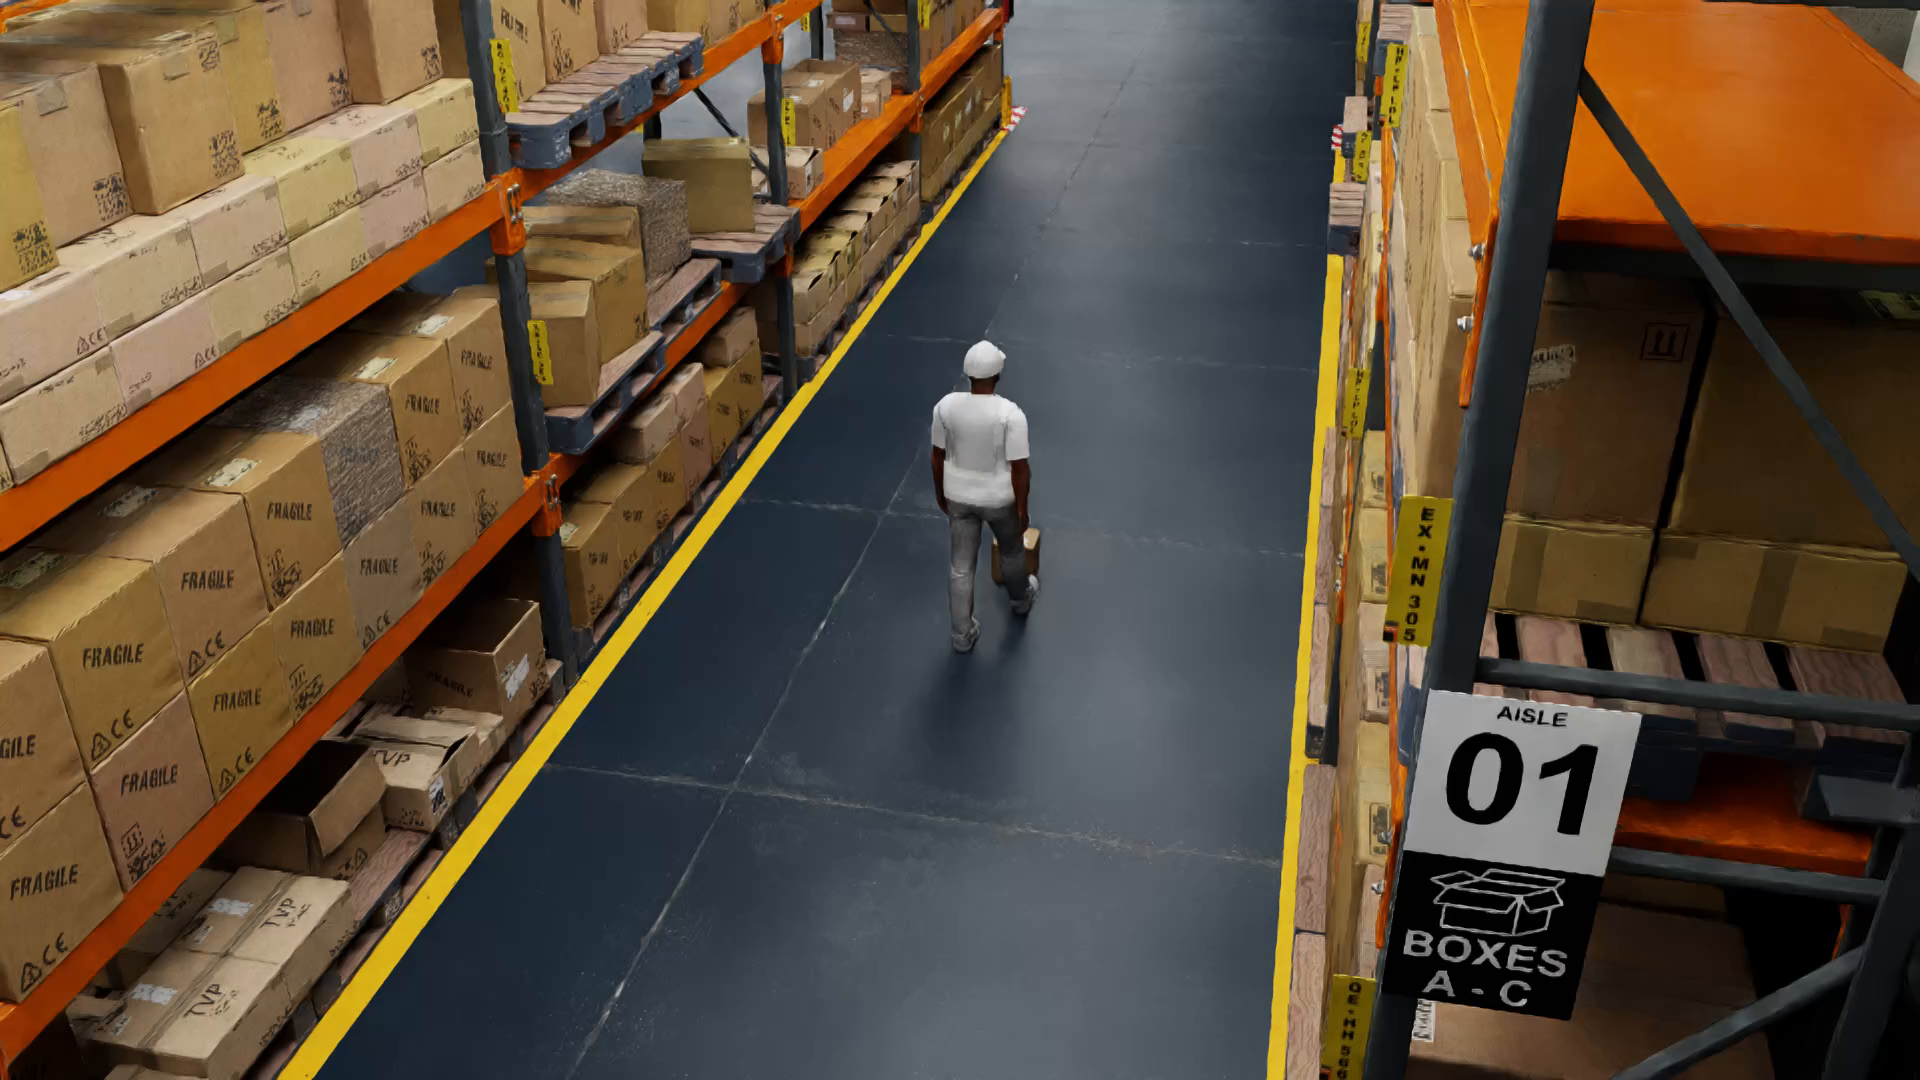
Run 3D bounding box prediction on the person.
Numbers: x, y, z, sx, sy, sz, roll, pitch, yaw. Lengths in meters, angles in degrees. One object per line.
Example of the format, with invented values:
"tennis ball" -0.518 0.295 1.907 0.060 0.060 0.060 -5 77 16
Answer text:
"person" 0.149 -0.309 9.146 0.567 1.746 0.792 7 29 13
